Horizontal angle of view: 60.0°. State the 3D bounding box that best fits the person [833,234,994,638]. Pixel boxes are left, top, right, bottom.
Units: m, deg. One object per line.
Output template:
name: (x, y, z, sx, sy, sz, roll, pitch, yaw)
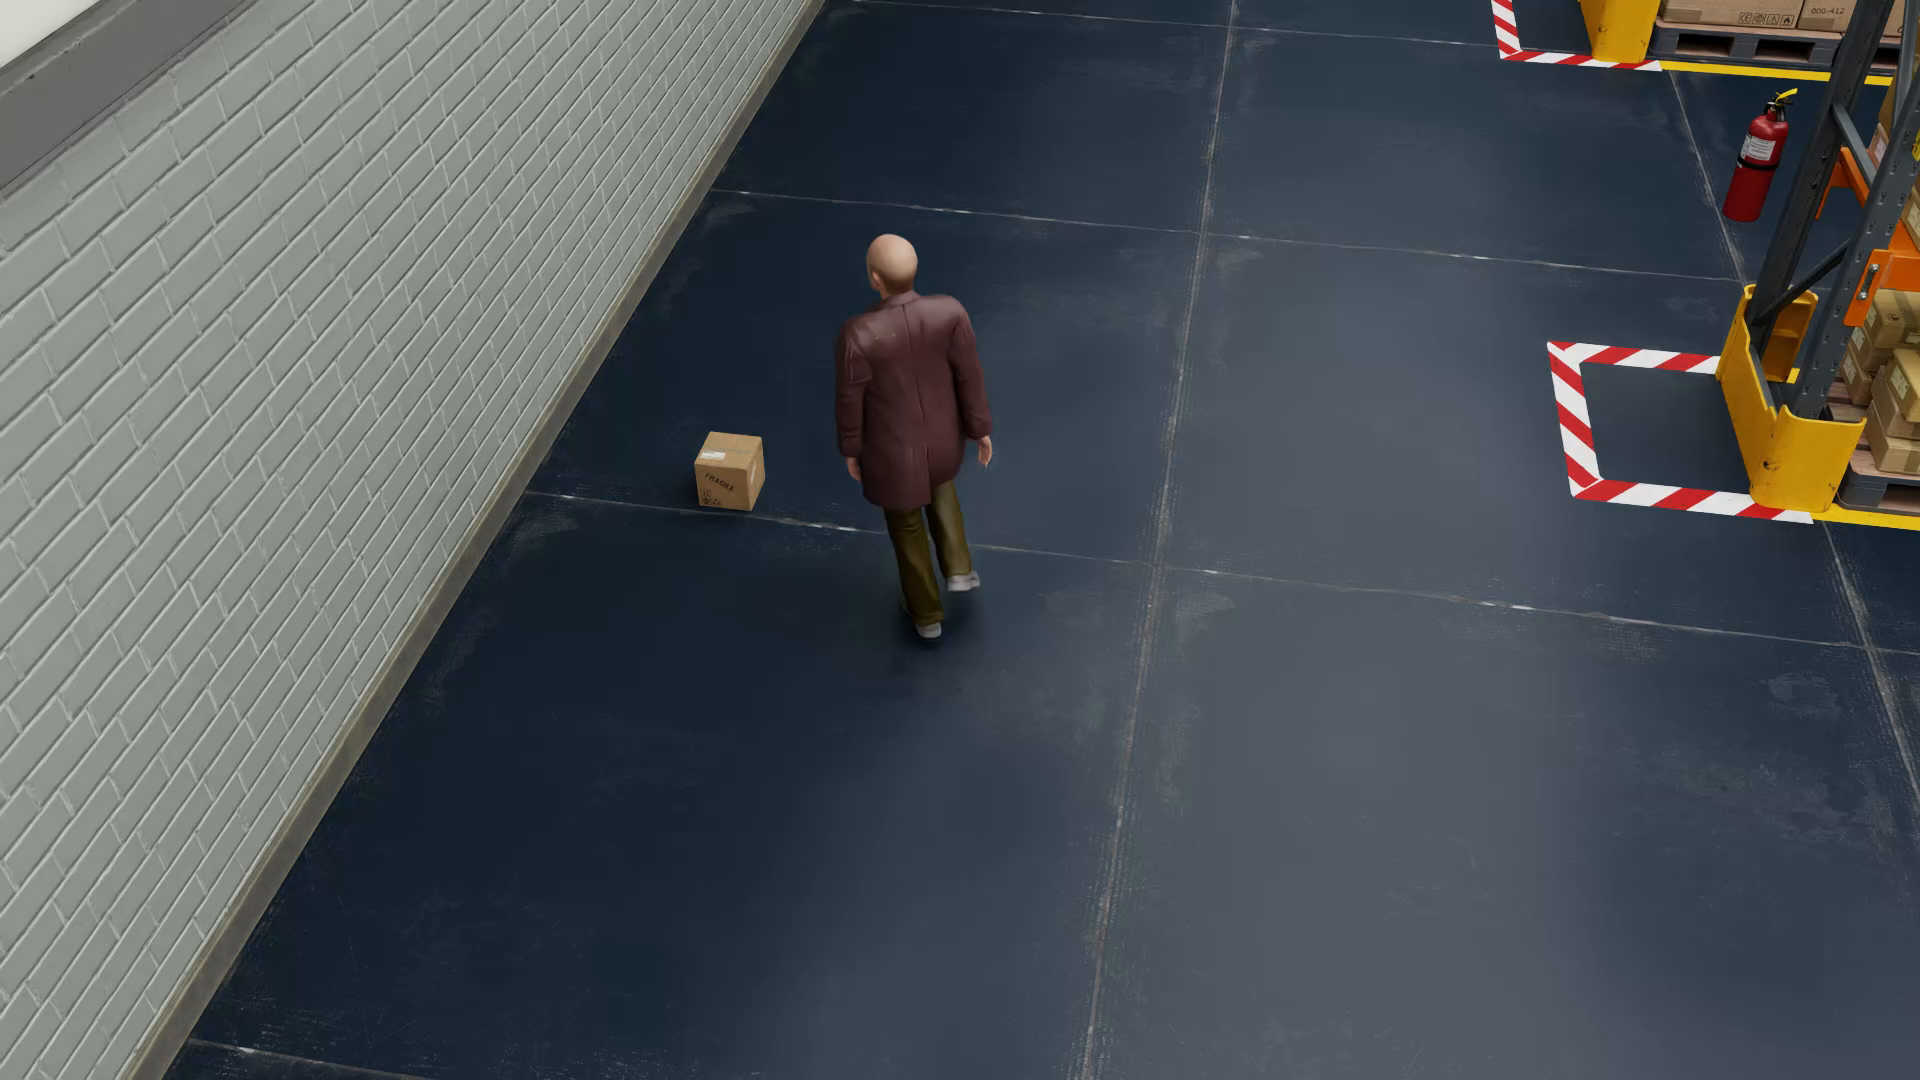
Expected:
person: (-0.196, -0.405, 6.613, 0.613, 1.776, 0.523, -16, 43, -19)
